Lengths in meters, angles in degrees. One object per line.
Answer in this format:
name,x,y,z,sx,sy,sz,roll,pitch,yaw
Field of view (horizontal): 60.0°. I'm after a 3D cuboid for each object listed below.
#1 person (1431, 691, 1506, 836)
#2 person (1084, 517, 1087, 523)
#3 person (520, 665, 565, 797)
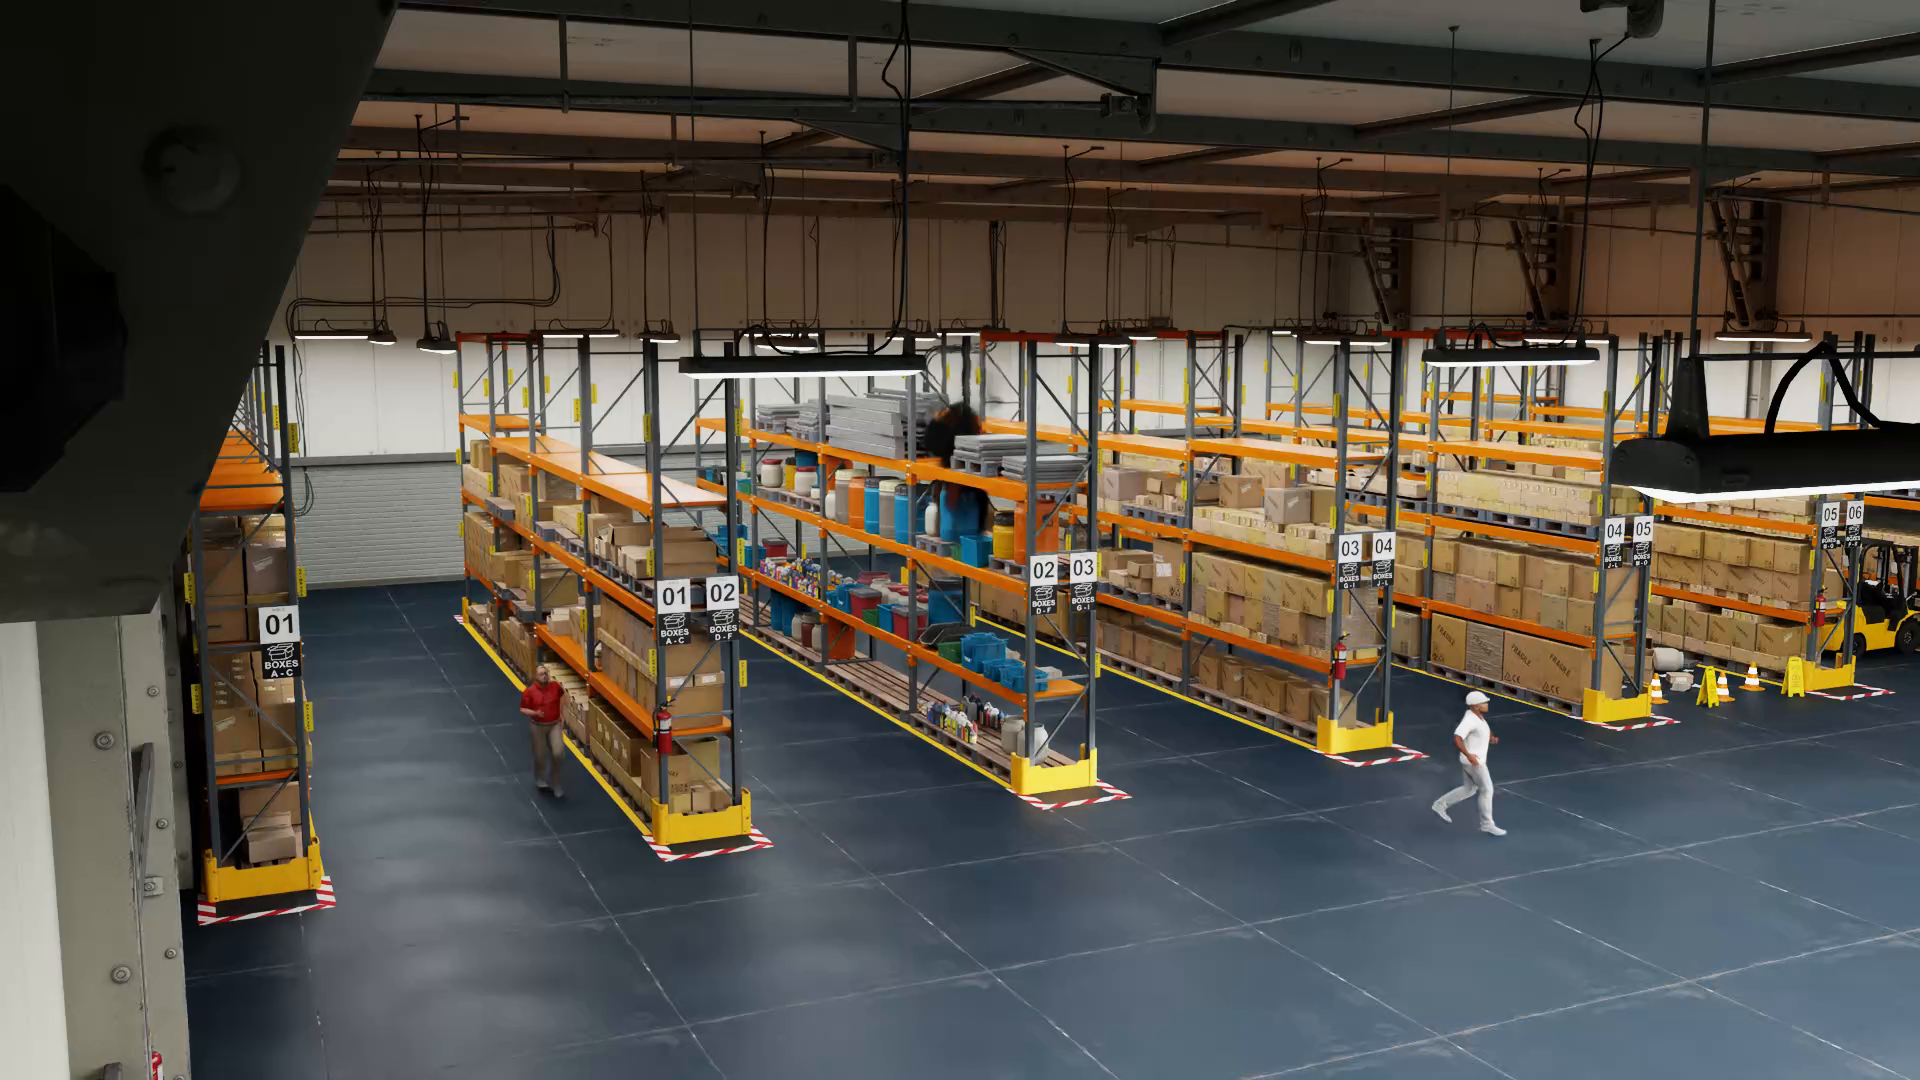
person,6.271,2.716,20.420,0.905,1.776,0.685,2,8,13
person,3.293,-0.052,41.846,0.605,1.562,0.582,-4,9,-28
person,-5.490,2.578,22.017,0.638,1.712,0.767,-4,8,-24
